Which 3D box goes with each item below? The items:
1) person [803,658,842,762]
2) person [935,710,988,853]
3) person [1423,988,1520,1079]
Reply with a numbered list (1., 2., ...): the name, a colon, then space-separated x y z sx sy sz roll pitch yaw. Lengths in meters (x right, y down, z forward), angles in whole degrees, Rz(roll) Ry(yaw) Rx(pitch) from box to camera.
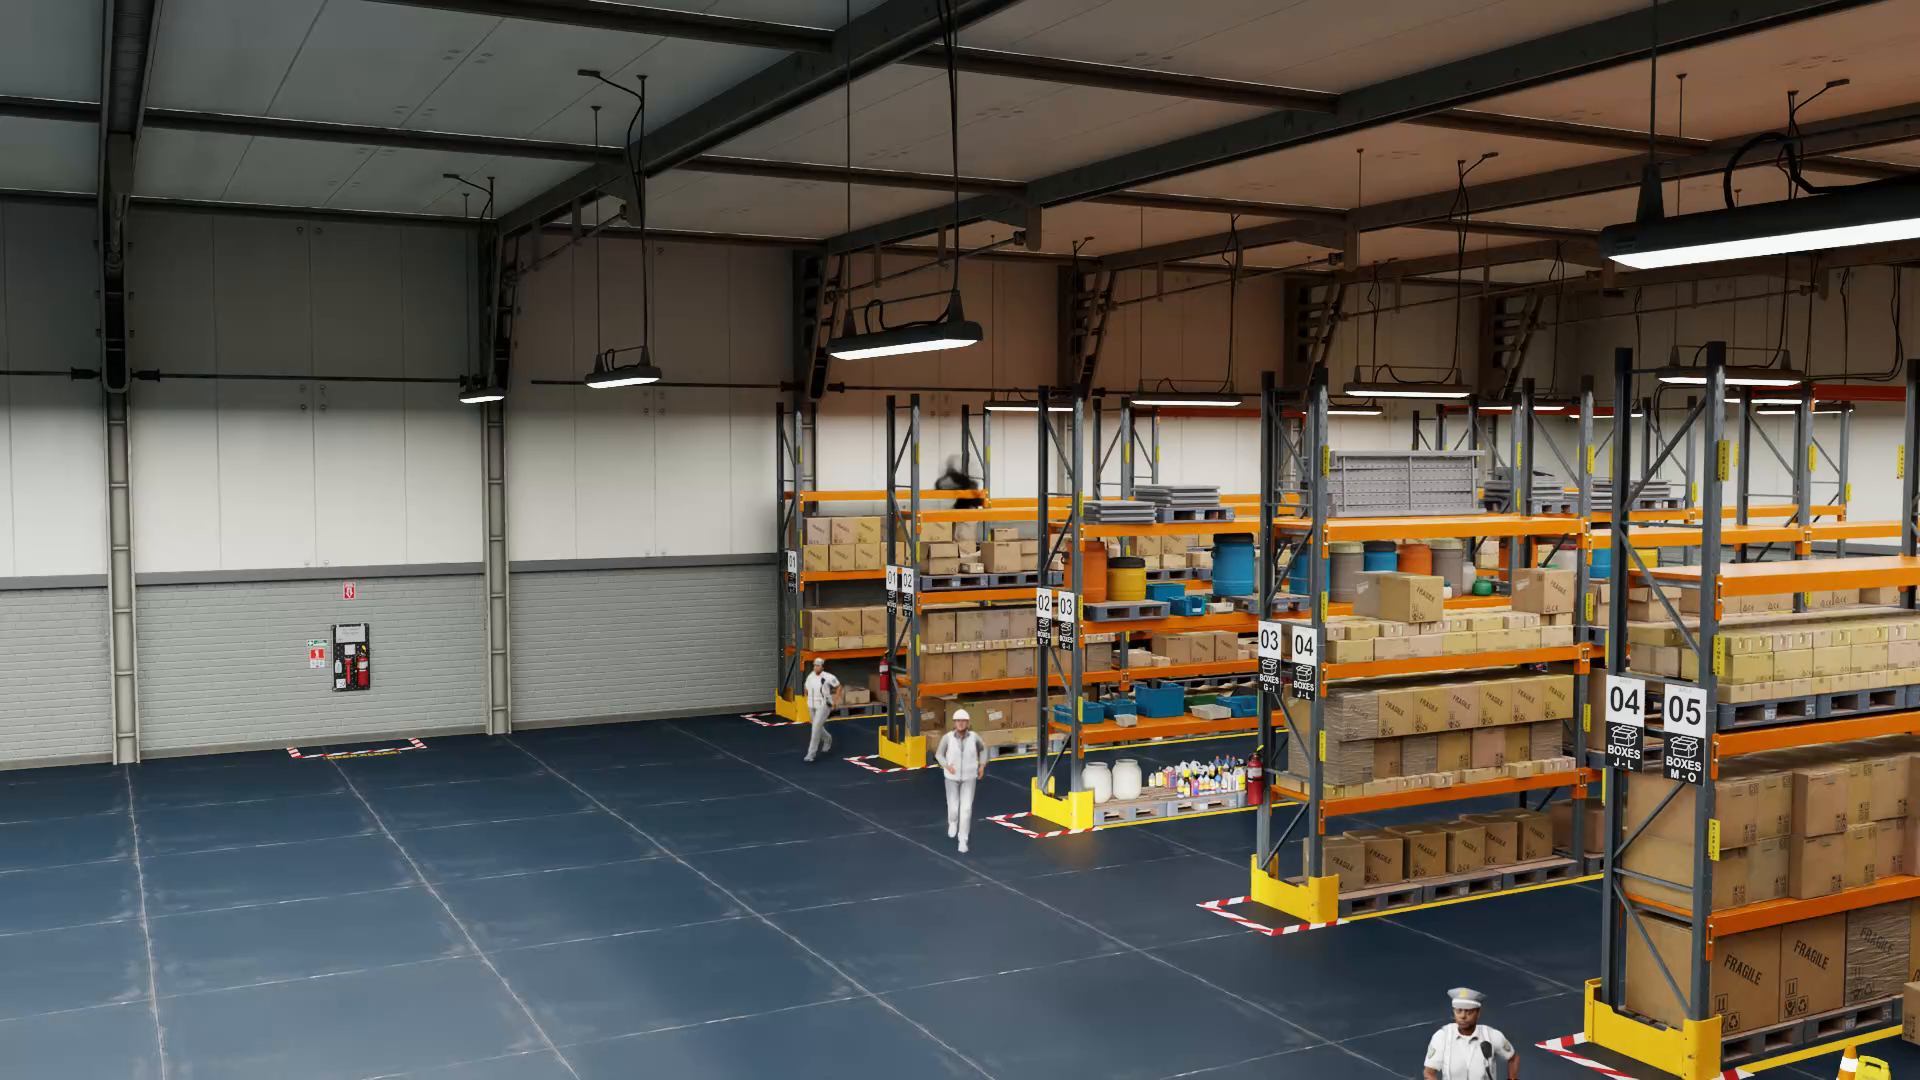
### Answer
1. person: -2.317 2.778 27.549 0.639 1.670 0.929 2 4 31
2. person: 0.023 3.071 21.485 0.683 1.782 0.801 0 3 -1
3. person: 3.283 3.727 10.728 0.579 1.724 0.695 1 4 23
